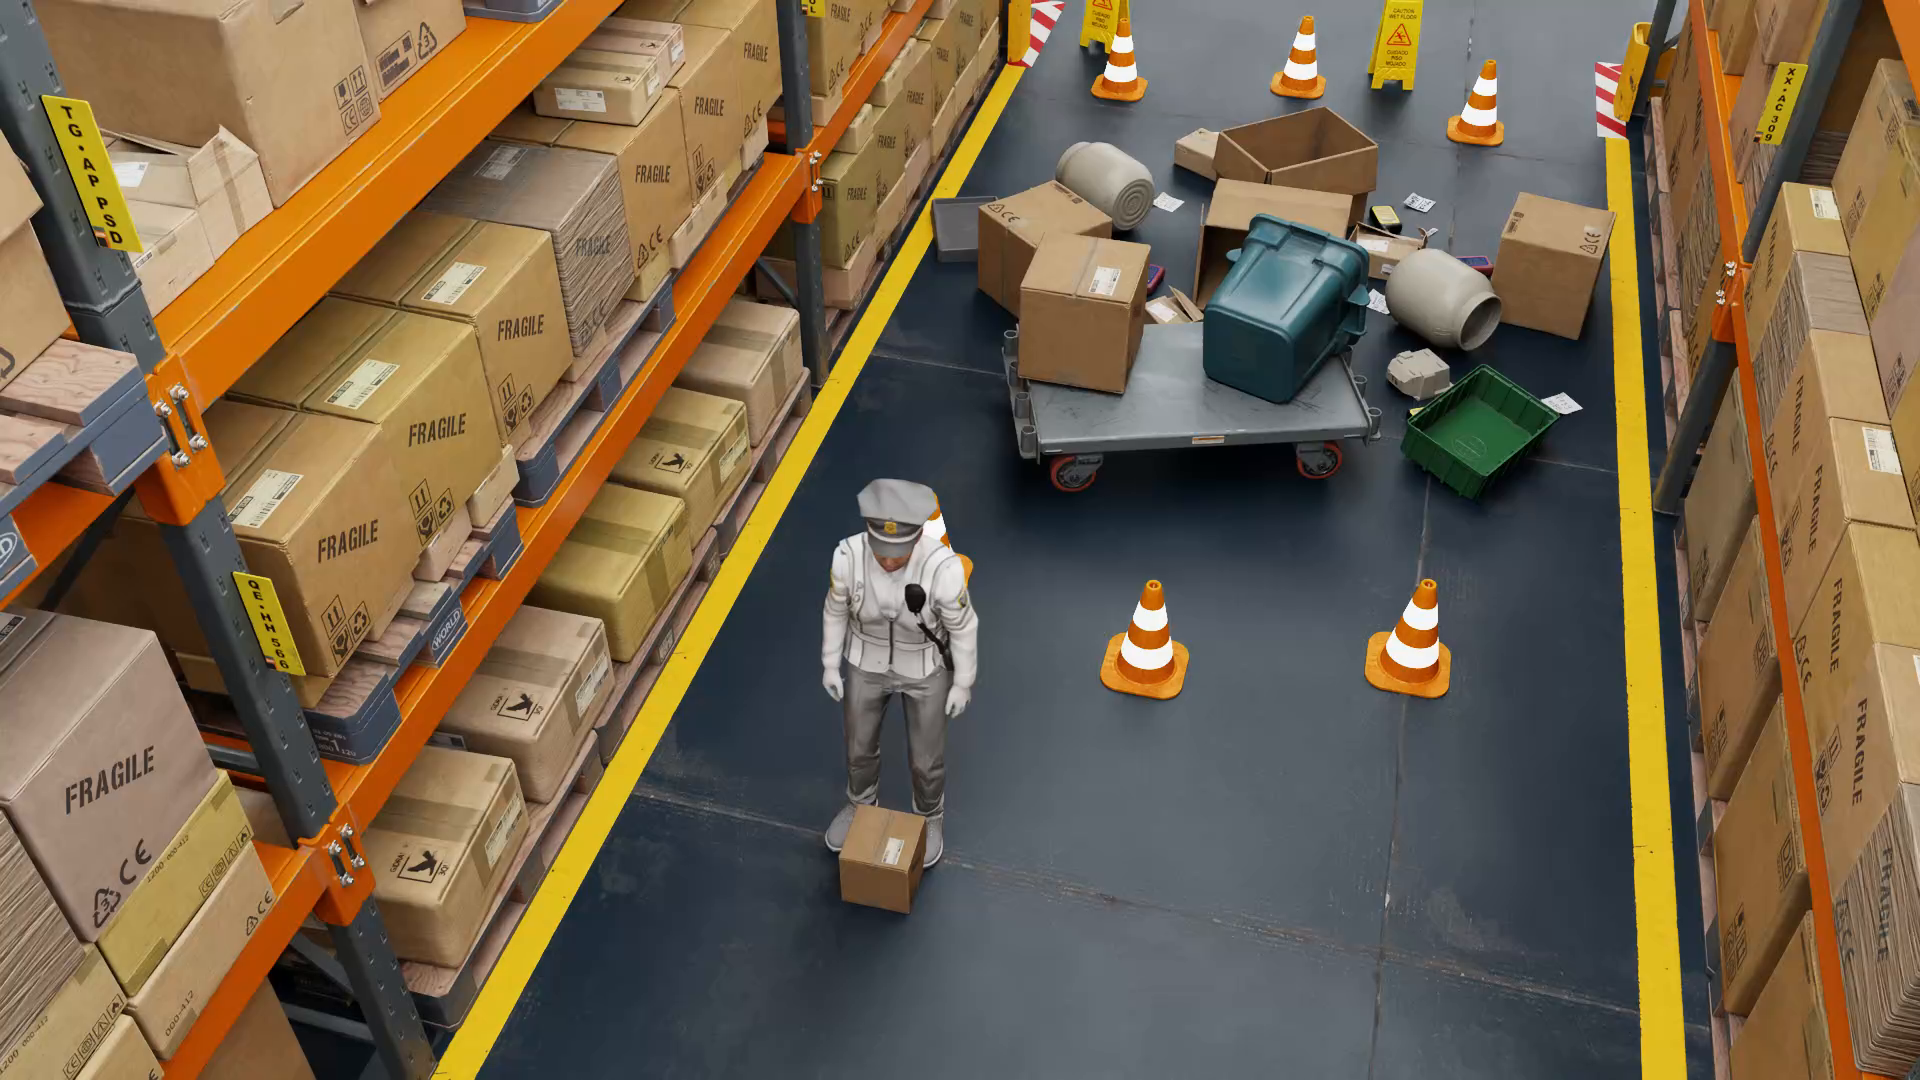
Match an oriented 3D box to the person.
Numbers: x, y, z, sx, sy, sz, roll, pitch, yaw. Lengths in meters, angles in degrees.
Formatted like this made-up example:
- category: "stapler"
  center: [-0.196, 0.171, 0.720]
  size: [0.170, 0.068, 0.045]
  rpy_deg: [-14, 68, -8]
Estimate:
- category: "person"
  center: [-0.211, 0.451, 5.643]
  size: [0.541, 1.662, 0.375]
  rpy_deg: [8, 42, 9]
